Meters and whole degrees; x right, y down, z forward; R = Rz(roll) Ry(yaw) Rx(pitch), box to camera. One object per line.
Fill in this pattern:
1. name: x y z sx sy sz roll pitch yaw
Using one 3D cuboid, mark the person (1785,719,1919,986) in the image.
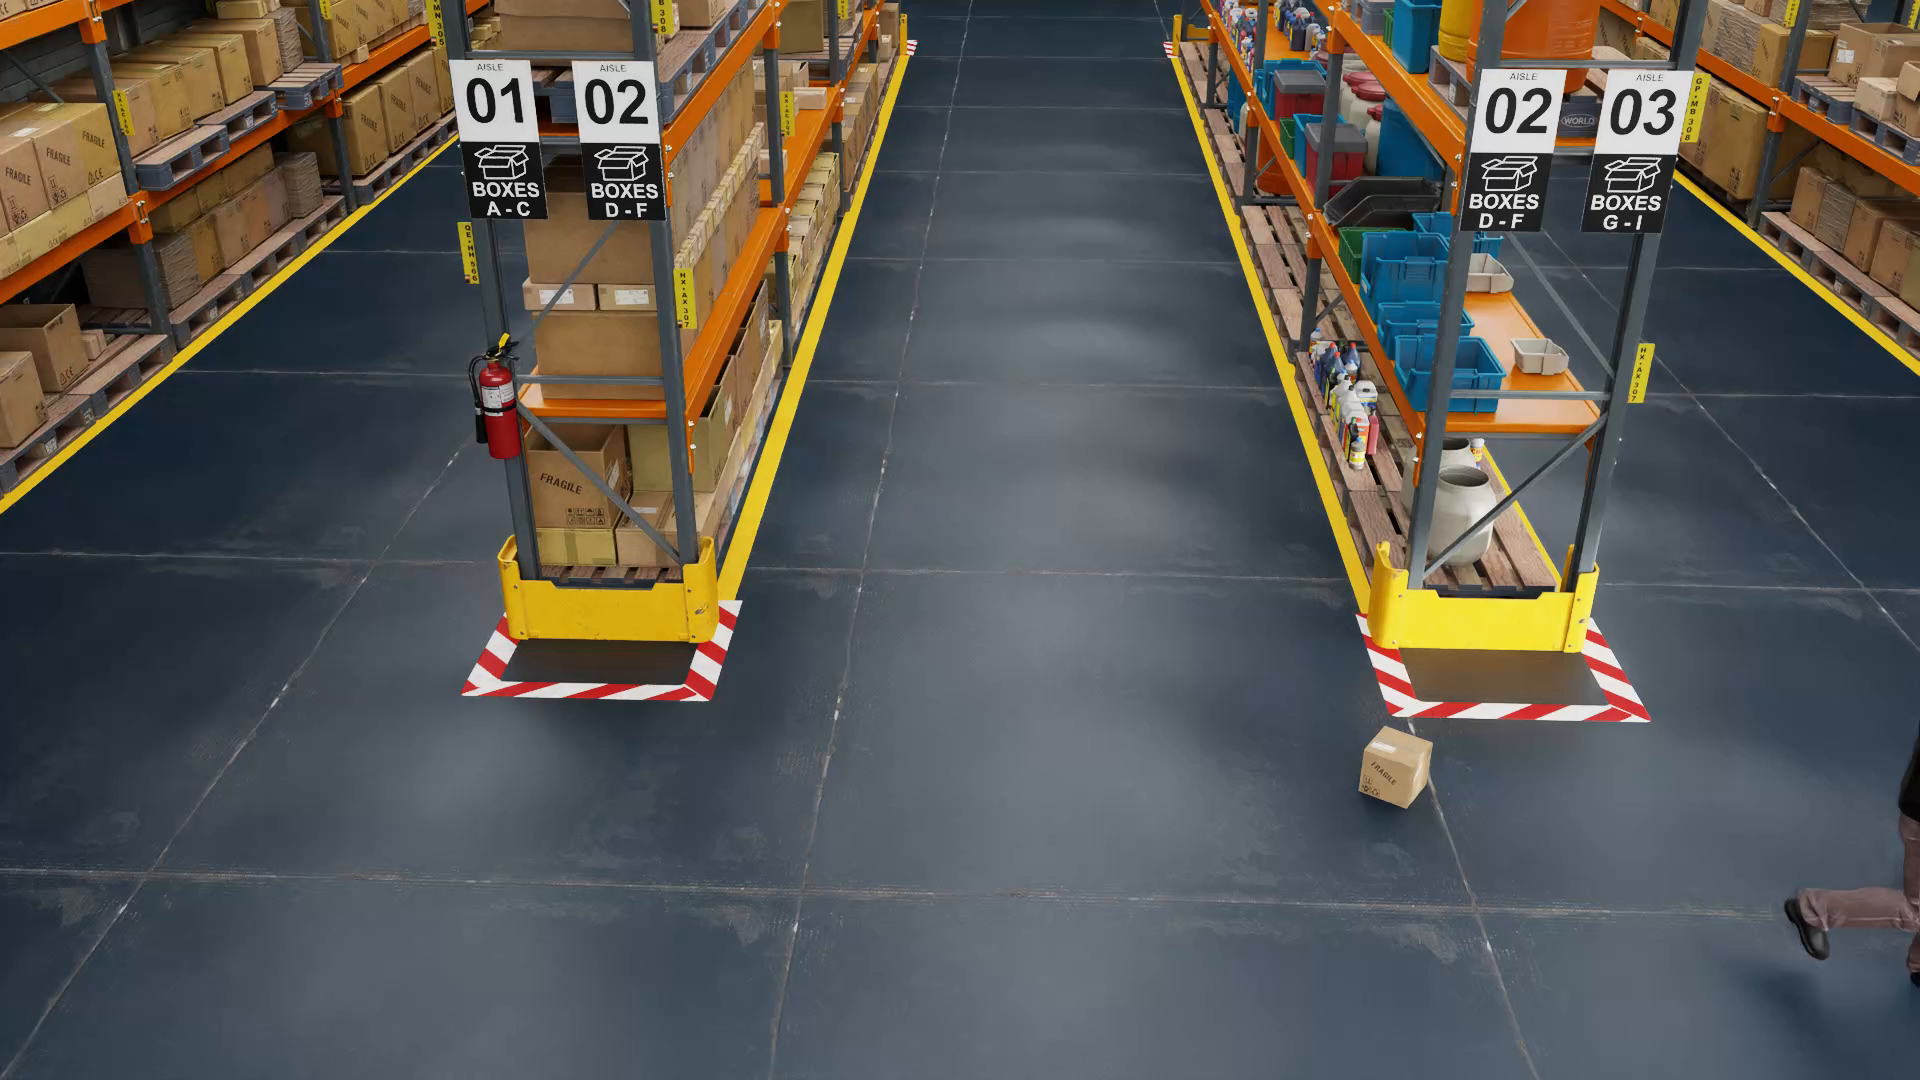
1. person: 3.866 1.073 6.603 0.812 1.691 0.545 17 32 29
